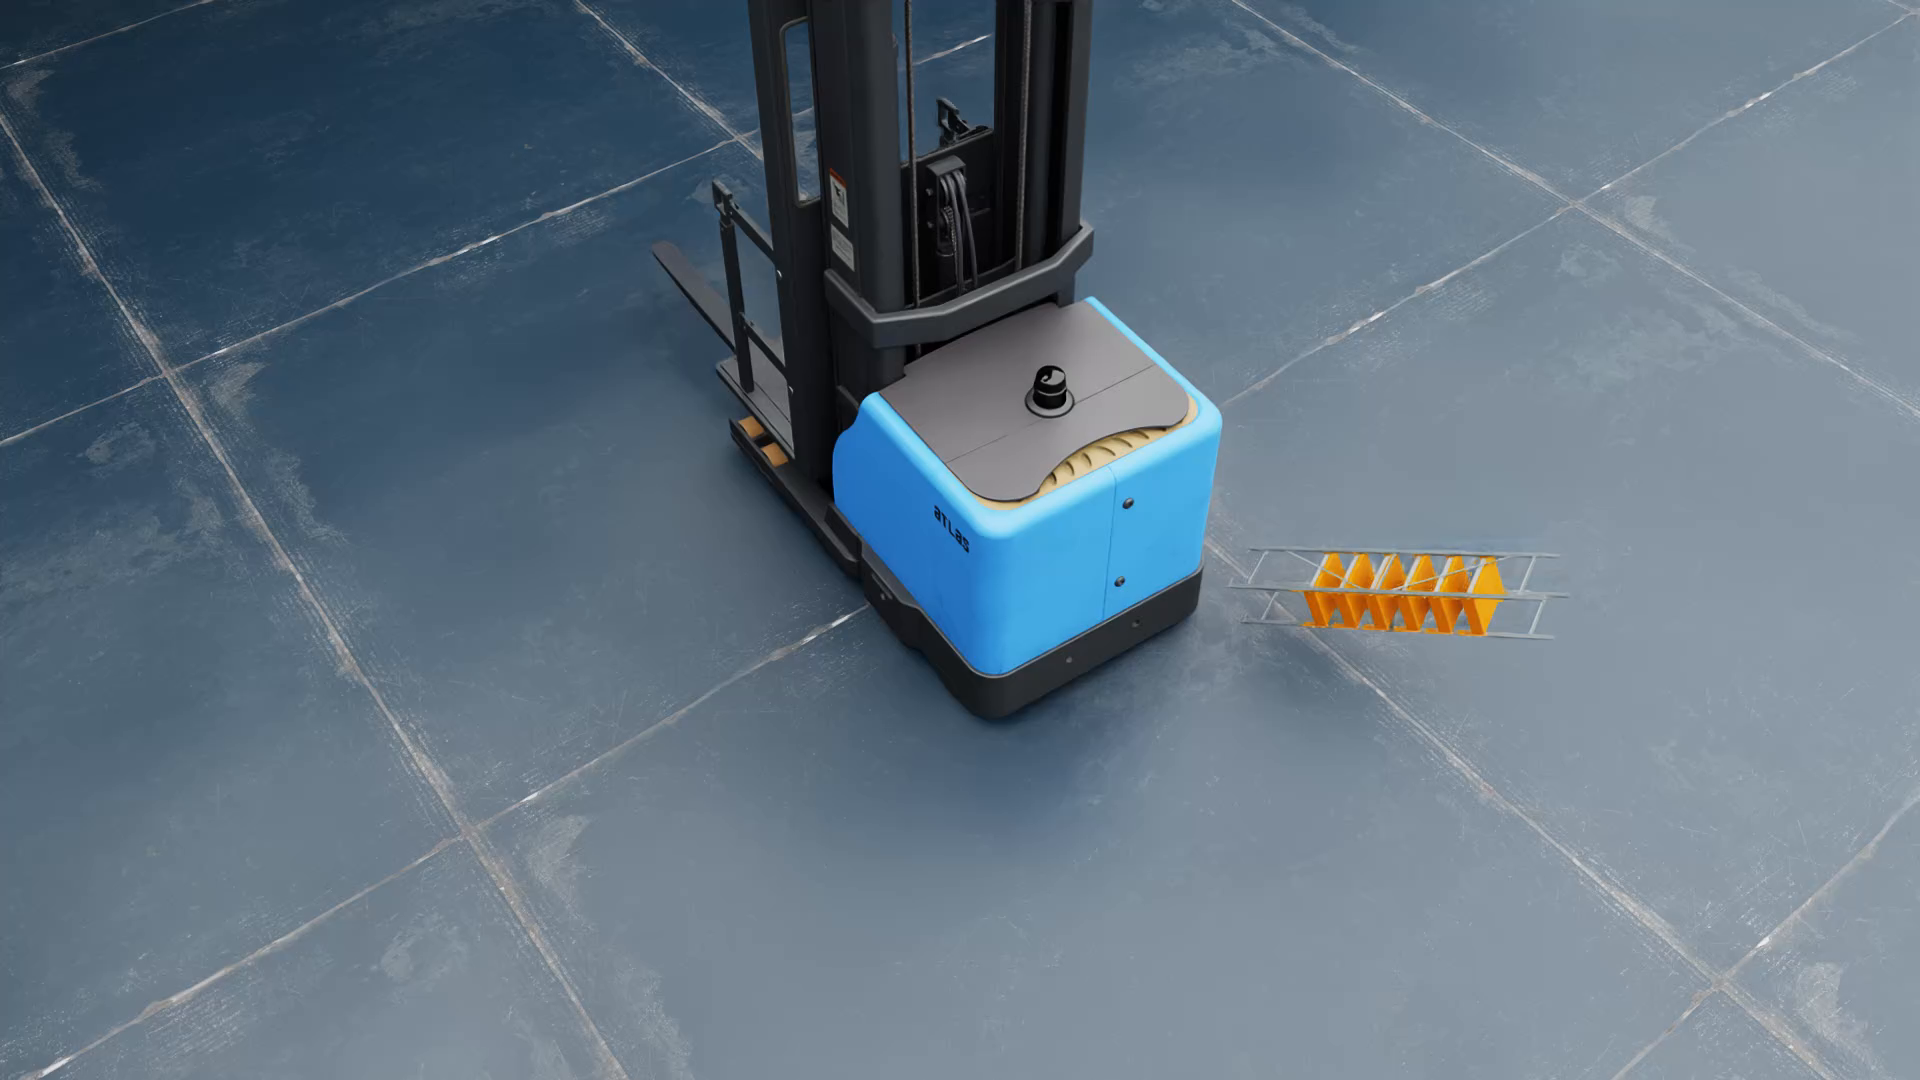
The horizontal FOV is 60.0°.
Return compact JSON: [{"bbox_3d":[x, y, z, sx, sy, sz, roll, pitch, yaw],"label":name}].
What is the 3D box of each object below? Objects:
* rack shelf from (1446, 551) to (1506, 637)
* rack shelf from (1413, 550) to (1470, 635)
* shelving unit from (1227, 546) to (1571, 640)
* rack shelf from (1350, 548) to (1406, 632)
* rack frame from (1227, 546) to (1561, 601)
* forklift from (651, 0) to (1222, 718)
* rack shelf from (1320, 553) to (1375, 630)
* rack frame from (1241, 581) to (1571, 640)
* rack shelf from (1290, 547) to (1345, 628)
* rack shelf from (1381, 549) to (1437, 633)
[{"bbox_3d":[1.835,0.190,5.911,0.103,0.180,0.258,1,42,38],"label":"rack shelf"},{"bbox_3d":[1.740,0.188,5.984,0.103,0.180,0.258,1,42,38],"label":"rack shelf"},{"bbox_3d":[1.586,0.184,6.104,1.200,0.189,0.258,1,42,38],"label":"shelving unit"},{"bbox_3d":[1.551,0.183,6.132,0.103,0.180,0.258,1,42,38],"label":"rack shelf"},{"bbox_3d":[1.550,0.114,6.056,1.200,0.006,0.240,1,42,38],"label":"rack frame"},{"bbox_3d":[-0.312,-1.405,6.045,1.130,2.935,3.031,-26,53,-22],"label":"forklift"},{"bbox_3d":[1.456,0.180,6.205,0.103,0.180,0.258,1,42,38],"label":"rack shelf"},{"bbox_3d":[1.621,0.253,6.152,1.200,0.006,0.240,1,42,38],"label":"rack frame"},{"bbox_3d":[1.361,0.178,6.279,0.103,0.180,0.258,1,42,38],"label":"rack shelf"},{"bbox_3d":[1.646,0.185,6.058,0.103,0.180,0.258,1,42,38],"label":"rack shelf"}]
